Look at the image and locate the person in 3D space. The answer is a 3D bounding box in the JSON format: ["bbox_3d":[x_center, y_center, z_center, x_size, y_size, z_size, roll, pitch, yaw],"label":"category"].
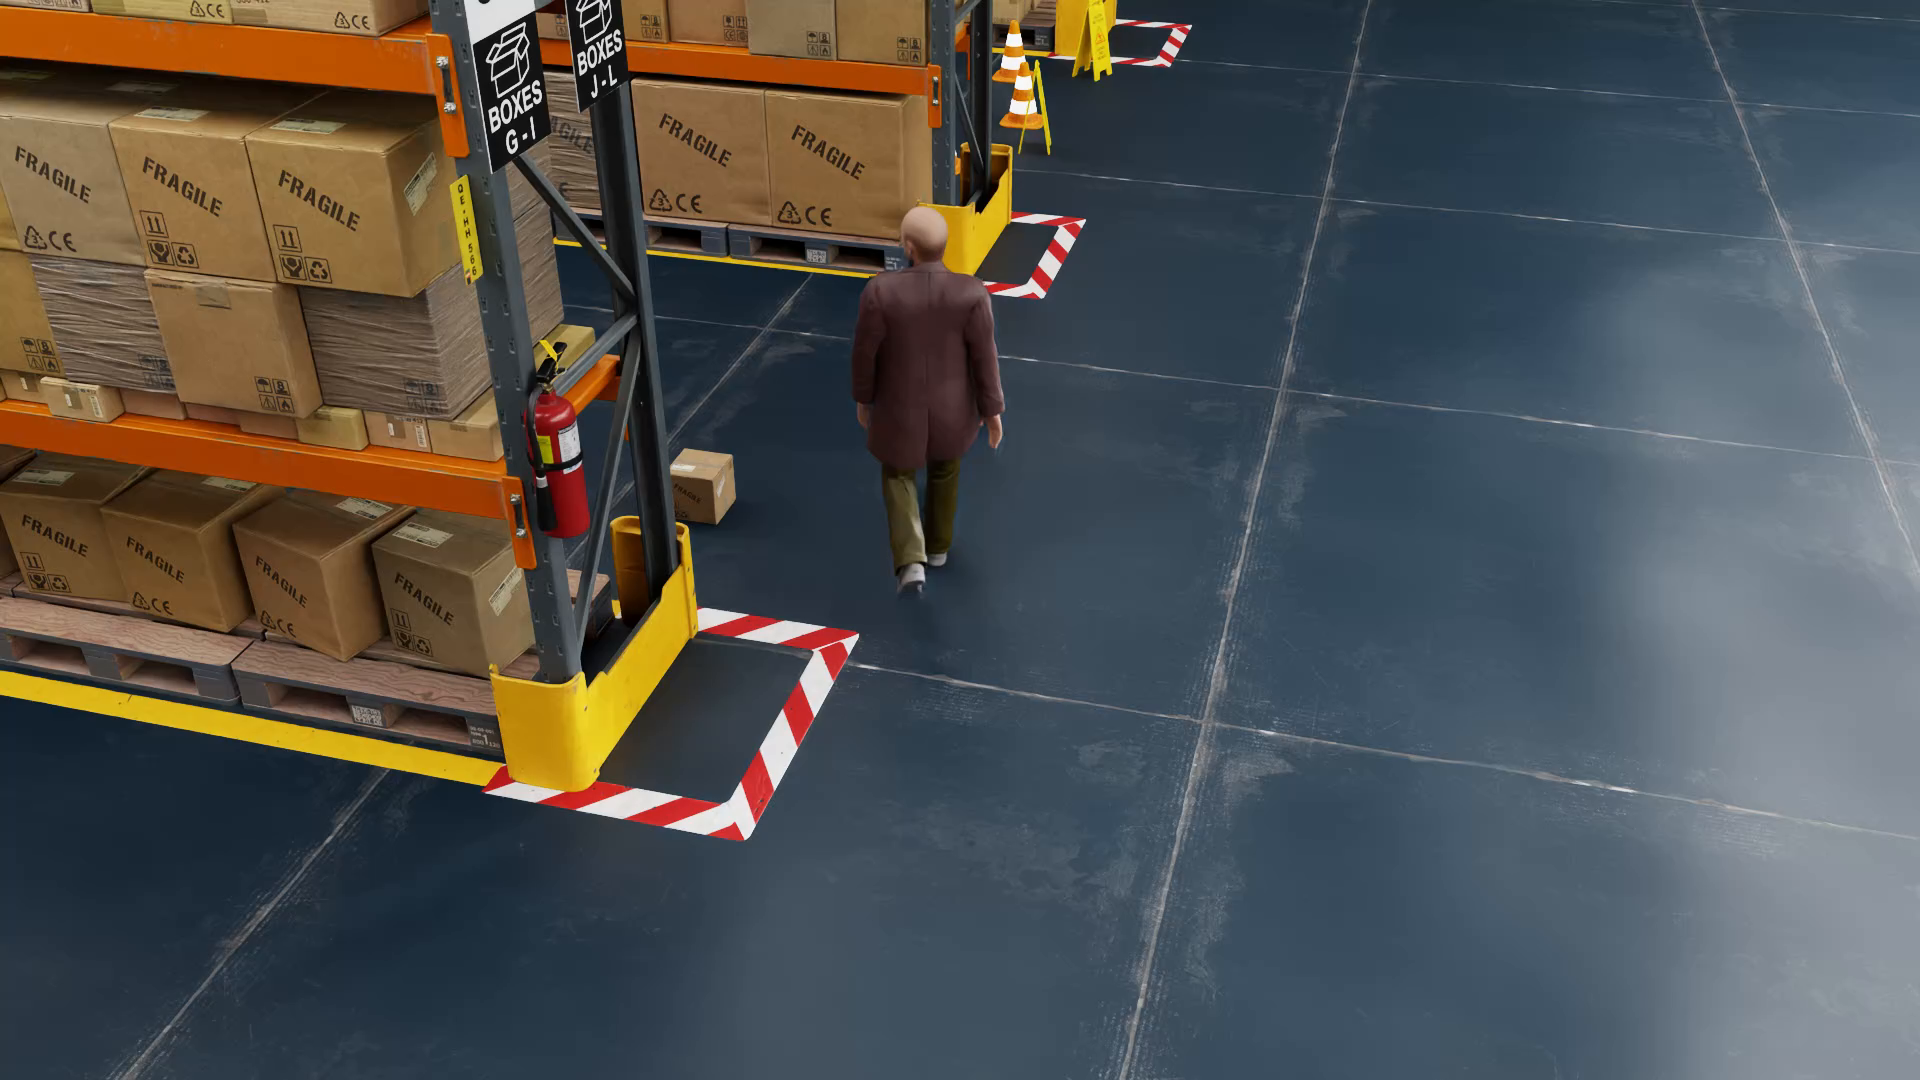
[{"bbox_3d":[-0.135,-0.572,7.031,0.646,1.757,0.900,-2,32,-3],"label":"person"}]
